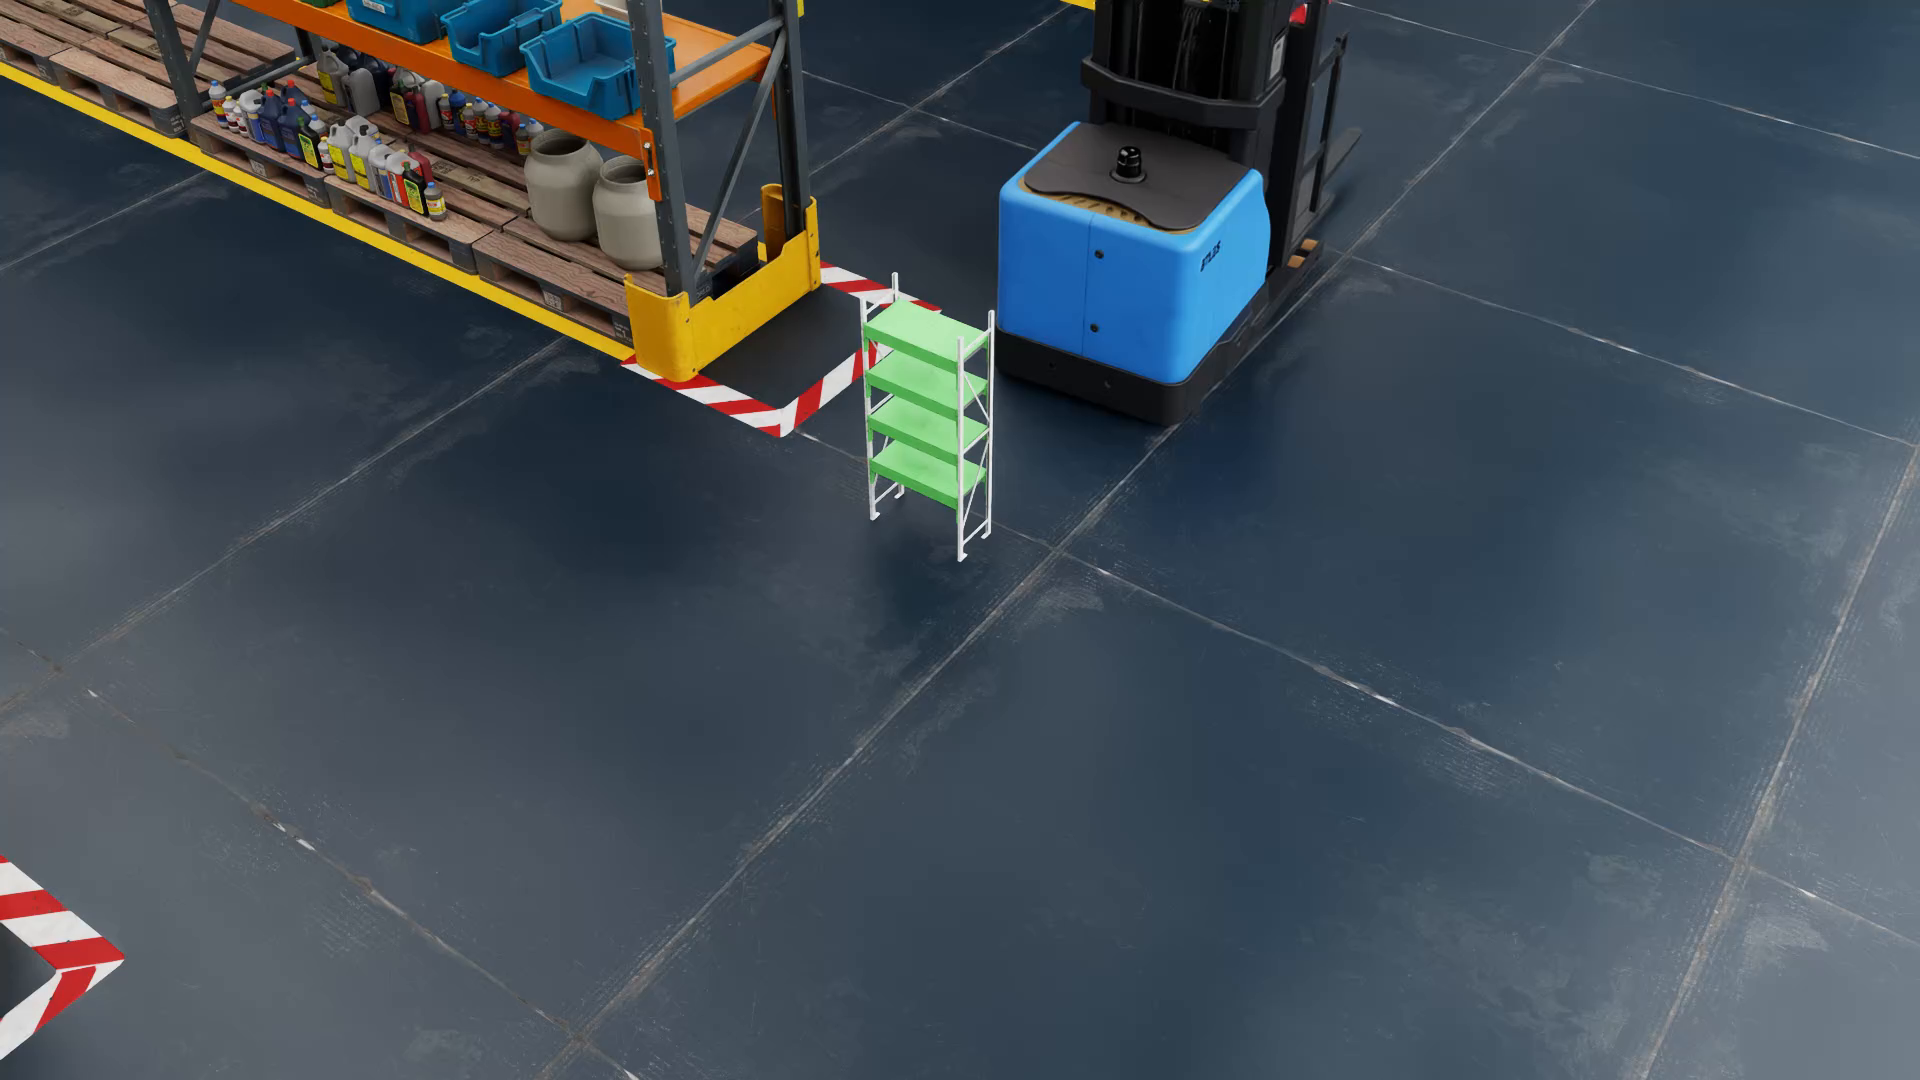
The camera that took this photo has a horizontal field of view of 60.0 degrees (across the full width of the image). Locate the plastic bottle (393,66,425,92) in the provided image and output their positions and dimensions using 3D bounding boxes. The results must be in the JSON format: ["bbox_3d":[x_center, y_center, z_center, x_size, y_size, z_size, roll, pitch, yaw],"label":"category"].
[{"bbox_3d":[-3.278,-2.697,9.920,0.185,0.351,0.144,25,47,25],"label":"plastic bottle"}]

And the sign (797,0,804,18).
[{"bbox_3d":[-0.798,-2.677,8.033,0.005,0.325,0.100,25,48,25],"label":"sign"}]

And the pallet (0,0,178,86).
[{"bbox_3d":[-6.060,-3.514,11.267,1.213,0.211,1.003,25,48,25],"label":"pallet"}]

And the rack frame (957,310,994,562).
[{"bbox_3d":[0.064,-0.417,7.065,0.015,1.200,0.240,25,48,25],"label":"rack frame"}]

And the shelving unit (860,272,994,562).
[{"bbox_3d":[-0.136,-0.511,7.169,0.503,1.200,0.258,25,48,25],"label":"shelving unit"}]

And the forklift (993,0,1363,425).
[{"bbox_3d":[1.345,-2.613,8.220,1.130,2.935,3.031,21,46,22],"label":"forklift"}]

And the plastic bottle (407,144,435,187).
[{"bbox_3d":[-3.003,-2.061,9.259,0.133,0.283,0.061,25,48,25],"label":"plastic bottle"}]

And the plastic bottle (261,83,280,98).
[{"bbox_3d":[-4.042,-2.547,9.802,0.133,0.283,0.061,25,48,25],"label":"plastic bottle"}]

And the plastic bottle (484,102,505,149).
[{"bbox_3d":[-2.703,-2.418,9.667,0.097,0.271,0.097,0,42,0],"label":"plastic bottle"}]

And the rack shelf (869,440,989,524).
[{"bbox_3d":[-0.136,-0.284,7.372,0.480,0.148,0.258,25,48,25],"label":"rack shelf"}]

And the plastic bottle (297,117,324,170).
[{"bbox_3d":[-3.704,-2.265,9.487,0.133,0.283,0.061,27,48,27],"label":"plastic bottle"}]

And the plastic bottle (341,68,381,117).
[{"bbox_3d":[-3.607,-2.702,9.982,0.135,0.276,0.152,25,48,25],"label":"plastic bottle"}]

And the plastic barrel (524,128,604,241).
[{"bbox_3d":[-2.110,-1.907,8.931,0.421,0.512,0.421,0,42,0],"label":"plastic barrel"}]

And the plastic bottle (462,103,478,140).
[{"bbox_3d":[-2.866,-2.468,9.776,0.097,0.201,0.097,0,42,0],"label":"plastic bottle"}]

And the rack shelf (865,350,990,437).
[{"bbox_3d":[-0.136,-0.642,7.052,0.480,0.148,0.258,25,48,25],"label":"rack shelf"}]

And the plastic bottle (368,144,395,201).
[{"bbox_3d":[-3.177,-2.053,9.255,0.135,0.276,0.152,24,47,24],"label":"plastic bottle"}]

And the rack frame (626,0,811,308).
[{"bbox_3d":[-1.117,-2.275,7.792,0.127,3.000,1.000,25,48,25],"label":"rack frame"}]

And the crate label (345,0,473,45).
[{"bbox_3d":[-2.780,-2.845,8.402,0.616,0.435,0.502,25,48,25],"label":"crate label"}]

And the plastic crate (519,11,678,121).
[{"bbox_3d":[-1.699,-2.248,7.873,0.616,0.251,0.499,25,48,25],"label":"plastic crate"}]

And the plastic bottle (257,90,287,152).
[{"bbox_3d":[-3.970,-2.448,9.641,0.185,0.351,0.144,26,48,26],"label":"plastic bottle"}]

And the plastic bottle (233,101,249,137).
[{"bbox_3d":[-4.217,-2.489,9.799,0.097,0.201,0.097,0,42,0],"label":"plastic bottle"}]

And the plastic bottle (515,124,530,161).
[{"bbox_3d":[-2.508,-2.300,9.588,0.097,0.201,0.097,0,42,0],"label":"plastic bottle"}]

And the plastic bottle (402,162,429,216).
[{"bbox_3d":[-2.979,-1.926,9.108,0.133,0.283,0.061,26,48,26],"label":"plastic bottle"}]

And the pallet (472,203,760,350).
[{"bbox_3d":[-1.869,-1.553,9.076,1.213,0.211,1.003,25,48,25],"label":"pallet"}]

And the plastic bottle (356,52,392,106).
[{"bbox_3d":[-3.542,-2.821,10.058,0.185,0.351,0.144,23,47,23],"label":"plastic bottle"}]

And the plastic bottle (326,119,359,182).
[{"bbox_3d":[-3.467,-2.213,9.378,0.185,0.351,0.144,25,47,25],"label":"plastic bottle"}]

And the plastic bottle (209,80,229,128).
[{"bbox_3d":[-4.383,-2.593,9.862,0.097,0.271,0.097,0,42,0],"label":"plastic bottle"}]

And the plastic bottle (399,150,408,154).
[{"bbox_3d":[-3.121,-2.100,9.364,0.097,0.201,0.097,0,42,0],"label":"plastic bottle"}]

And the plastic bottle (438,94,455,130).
[{"bbox_3d":[-3.035,-2.547,9.864,0.097,0.201,0.097,0,42,0],"label":"plastic bottle"}]

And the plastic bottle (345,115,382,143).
[{"bbox_3d":[-3.403,-2.276,9.505,0.135,0.276,0.152,25,48,25],"label":"plastic bottle"}]

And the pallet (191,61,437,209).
[{"bbox_3d":[-3.866,-2.488,10.120,1.213,0.211,1.003,25,48,25],"label":"pallet"}]

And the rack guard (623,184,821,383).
[{"bbox_3d":[-1.207,-1.347,8.629,0.348,0.500,1.175,25,48,25],"label":"rack guard"}]

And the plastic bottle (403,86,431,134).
[{"bbox_3d":[-3.208,-2.549,9.805,0.133,0.283,0.061,25,48,25],"label":"plastic bottle"}]

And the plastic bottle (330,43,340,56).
[{"bbox_3d":[-3.809,-2.954,10.258,0.133,0.283,0.061,27,49,27],"label":"plastic bottle"}]

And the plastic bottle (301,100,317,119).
[{"bbox_3d":[-3.782,-2.429,9.679,0.097,0.271,0.097,0,42,0],"label":"plastic bottle"}]
